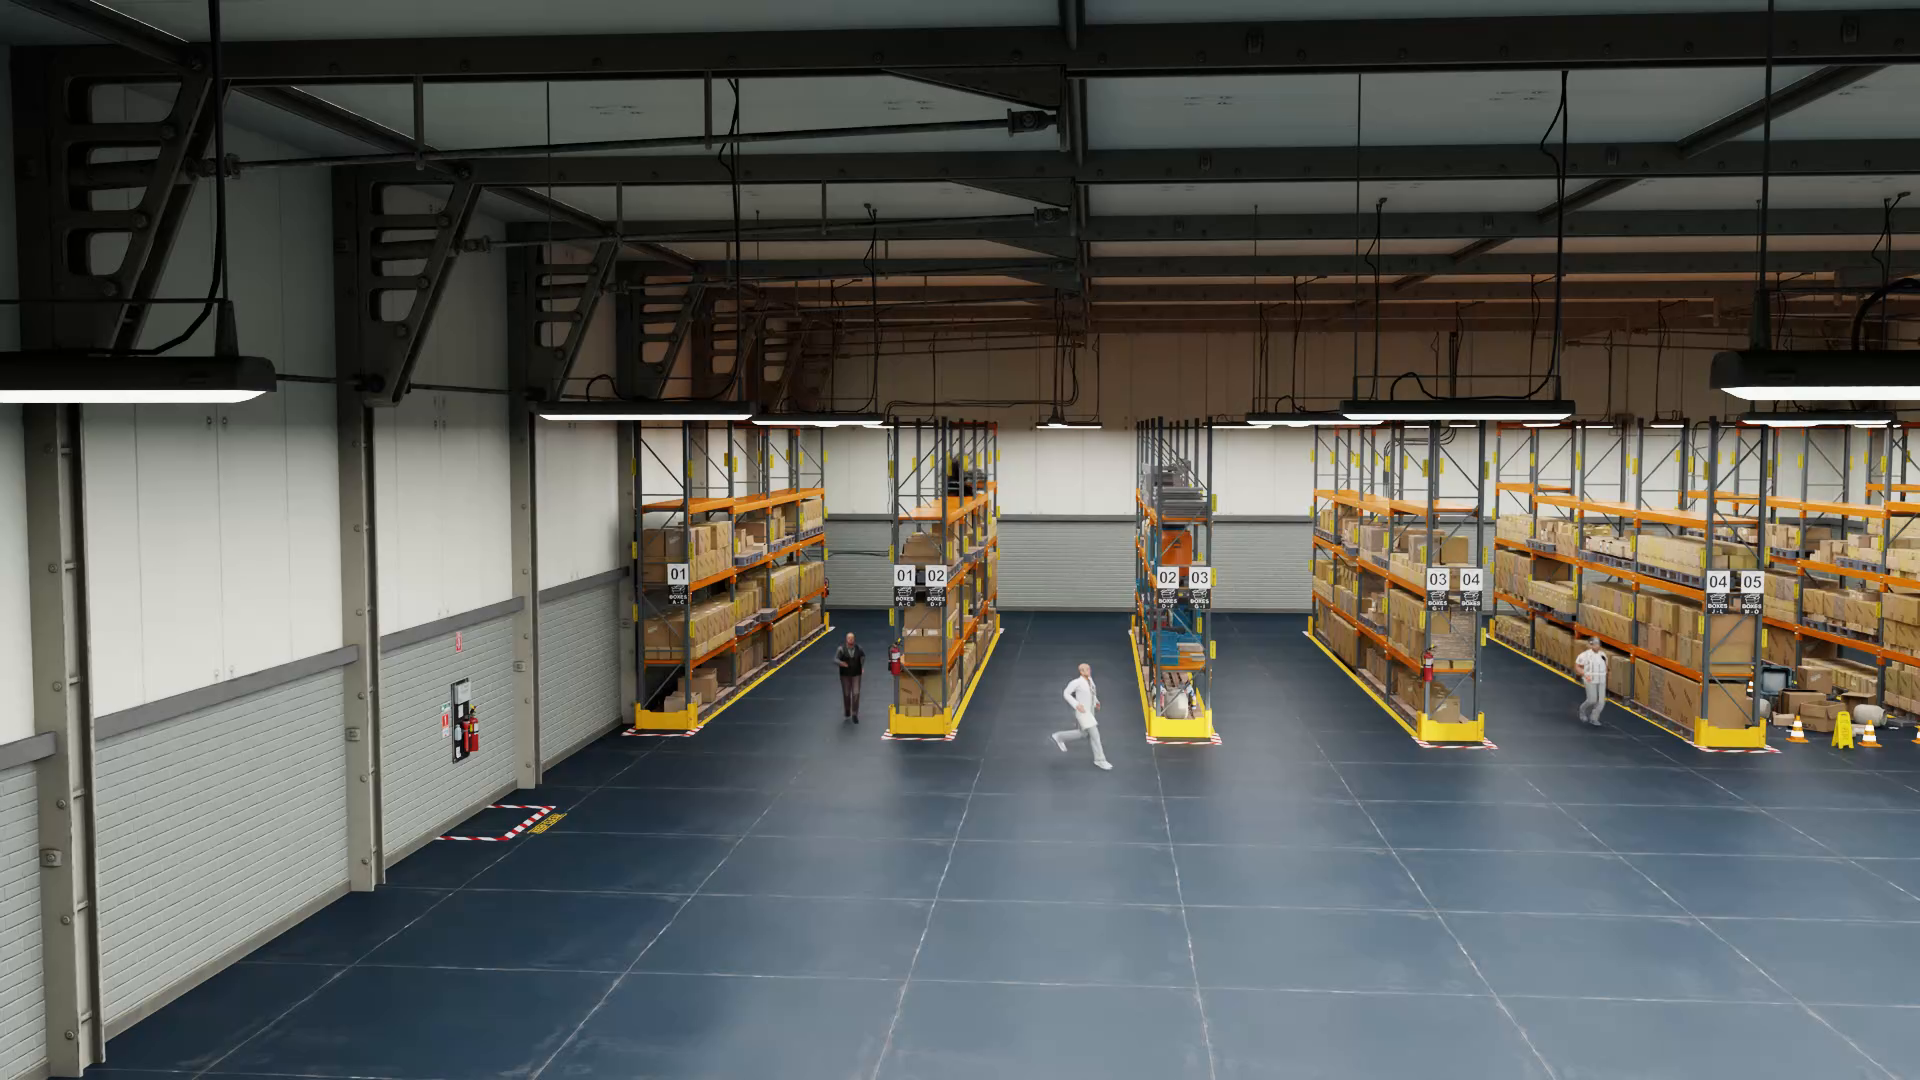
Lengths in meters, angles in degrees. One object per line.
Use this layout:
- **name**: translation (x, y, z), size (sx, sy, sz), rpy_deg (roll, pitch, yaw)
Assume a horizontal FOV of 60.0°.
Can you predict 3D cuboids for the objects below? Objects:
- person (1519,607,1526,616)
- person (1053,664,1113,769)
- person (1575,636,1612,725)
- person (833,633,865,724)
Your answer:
- **person**: translation (16.172, 1.727, 47.622), size (0.710, 1.827, 0.659), rpy_deg (-1, 4, -17)
- **person**: translation (2.110, 3.000, 28.544), size (1.178, 1.779, 0.678), rpy_deg (2, 4, 27)
- **person**: translation (12.362, 2.738, 32.364), size (0.658, 1.733, 0.618), rpy_deg (-1, 4, -9)
- **person**: translation (-2.179, 2.702, 32.854), size (0.647, 1.737, 0.914), rpy_deg (0, 4, -6)
